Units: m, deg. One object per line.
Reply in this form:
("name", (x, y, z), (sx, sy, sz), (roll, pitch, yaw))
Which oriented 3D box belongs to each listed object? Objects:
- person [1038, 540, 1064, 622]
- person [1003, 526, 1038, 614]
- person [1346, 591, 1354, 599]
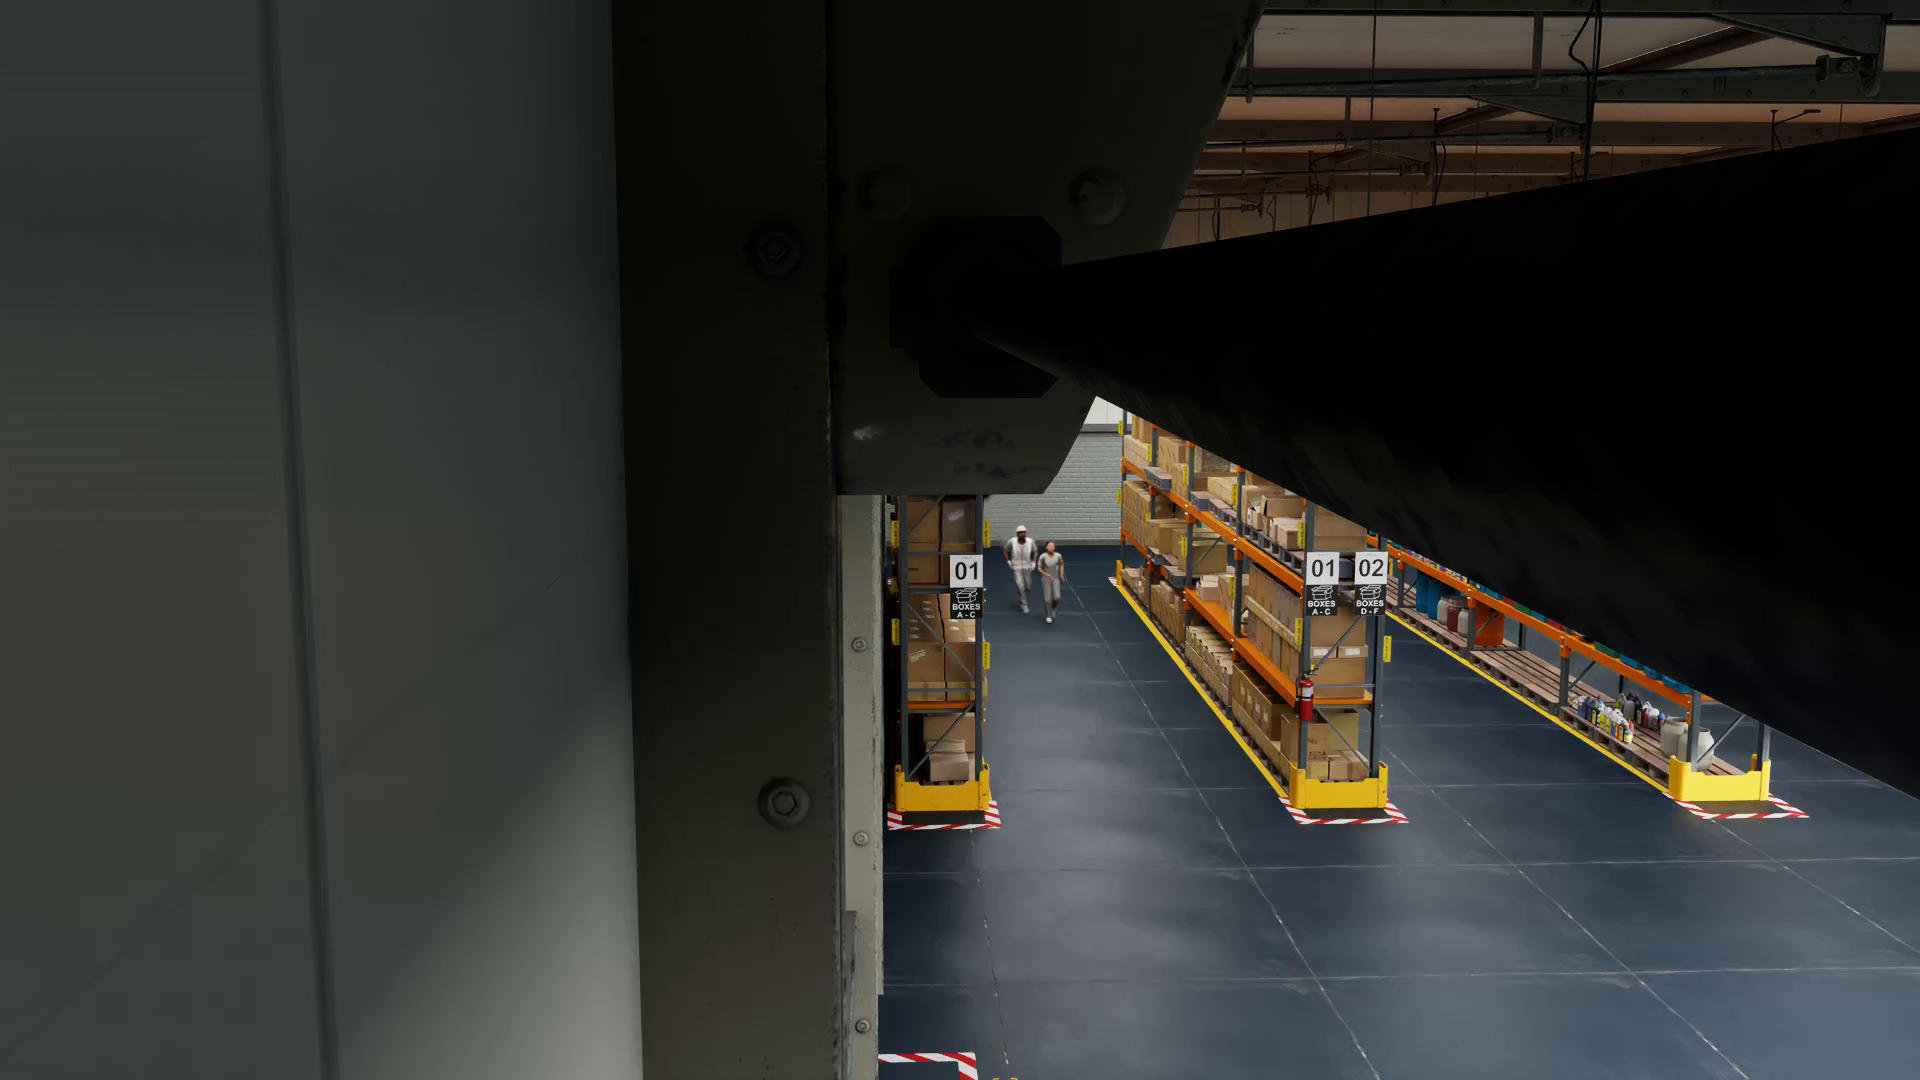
("person", (1.767, 0.802, 32.089), (0.544, 1.624, 0.636), (-1, 9, -8))
("person", (1.217, 0.567, 33.351), (0.705, 1.749, 0.752), (-1, 9, -8))
("person", (7.578, 0.789, 31.846), (0.711, 1.765, 0.880), (0, 8, 1))
